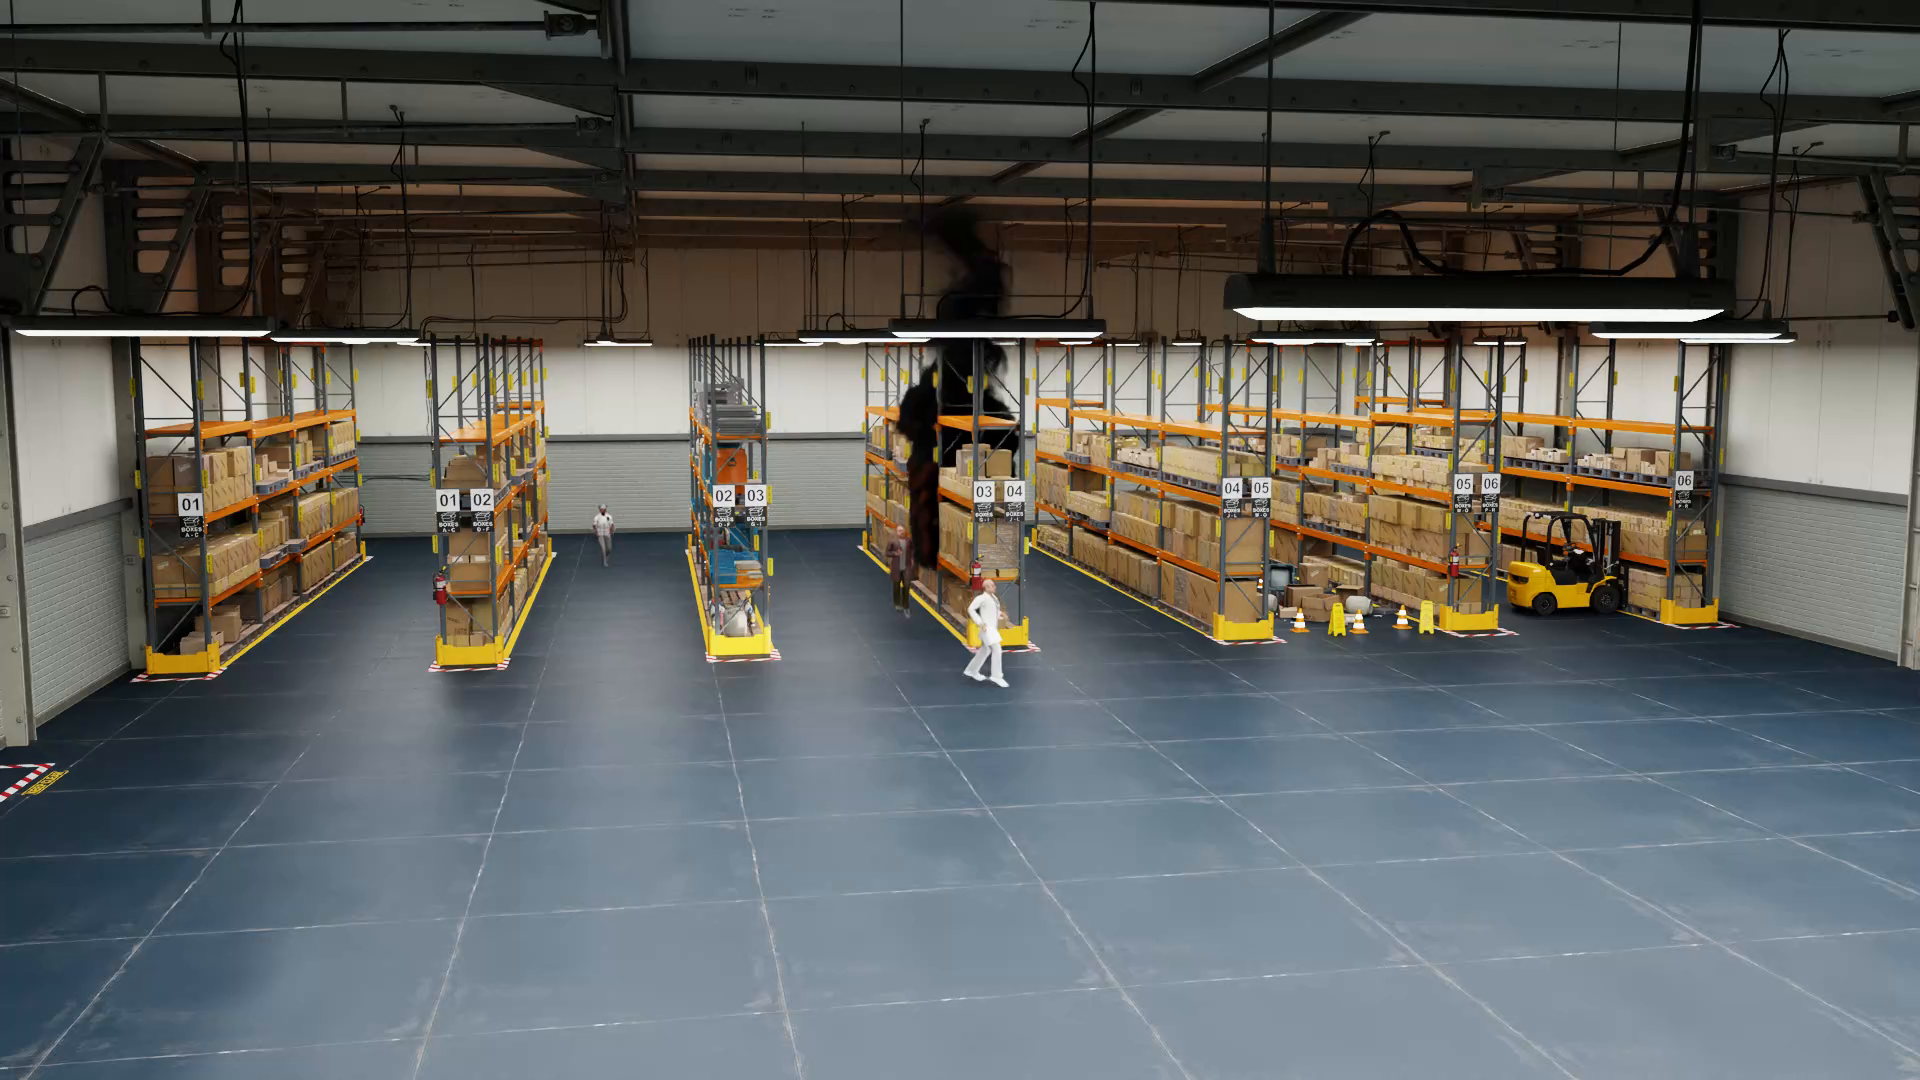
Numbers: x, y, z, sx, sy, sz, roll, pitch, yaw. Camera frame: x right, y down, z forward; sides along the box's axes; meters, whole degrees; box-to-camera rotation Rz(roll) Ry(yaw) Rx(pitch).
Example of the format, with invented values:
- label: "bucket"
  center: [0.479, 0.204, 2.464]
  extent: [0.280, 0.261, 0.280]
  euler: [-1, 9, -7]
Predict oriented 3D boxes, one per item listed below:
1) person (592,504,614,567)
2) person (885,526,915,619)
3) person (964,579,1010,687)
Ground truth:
- label: "person"
  center: [-9.429, -0.134, 43.969]
  extent: [0.562, 1.655, 0.581]
  euler: [-2, 7, -21]
- label: "person"
  center: [-1.204, 0.656, 34.235]
  extent: [0.685, 1.903, 0.770]
  euler: [-1, 7, -13]
- label: "person"
  center: [0.463, 1.585, 28.426]
  extent: [0.840, 1.840, 0.719]
  euler: [2, 7, 17]
